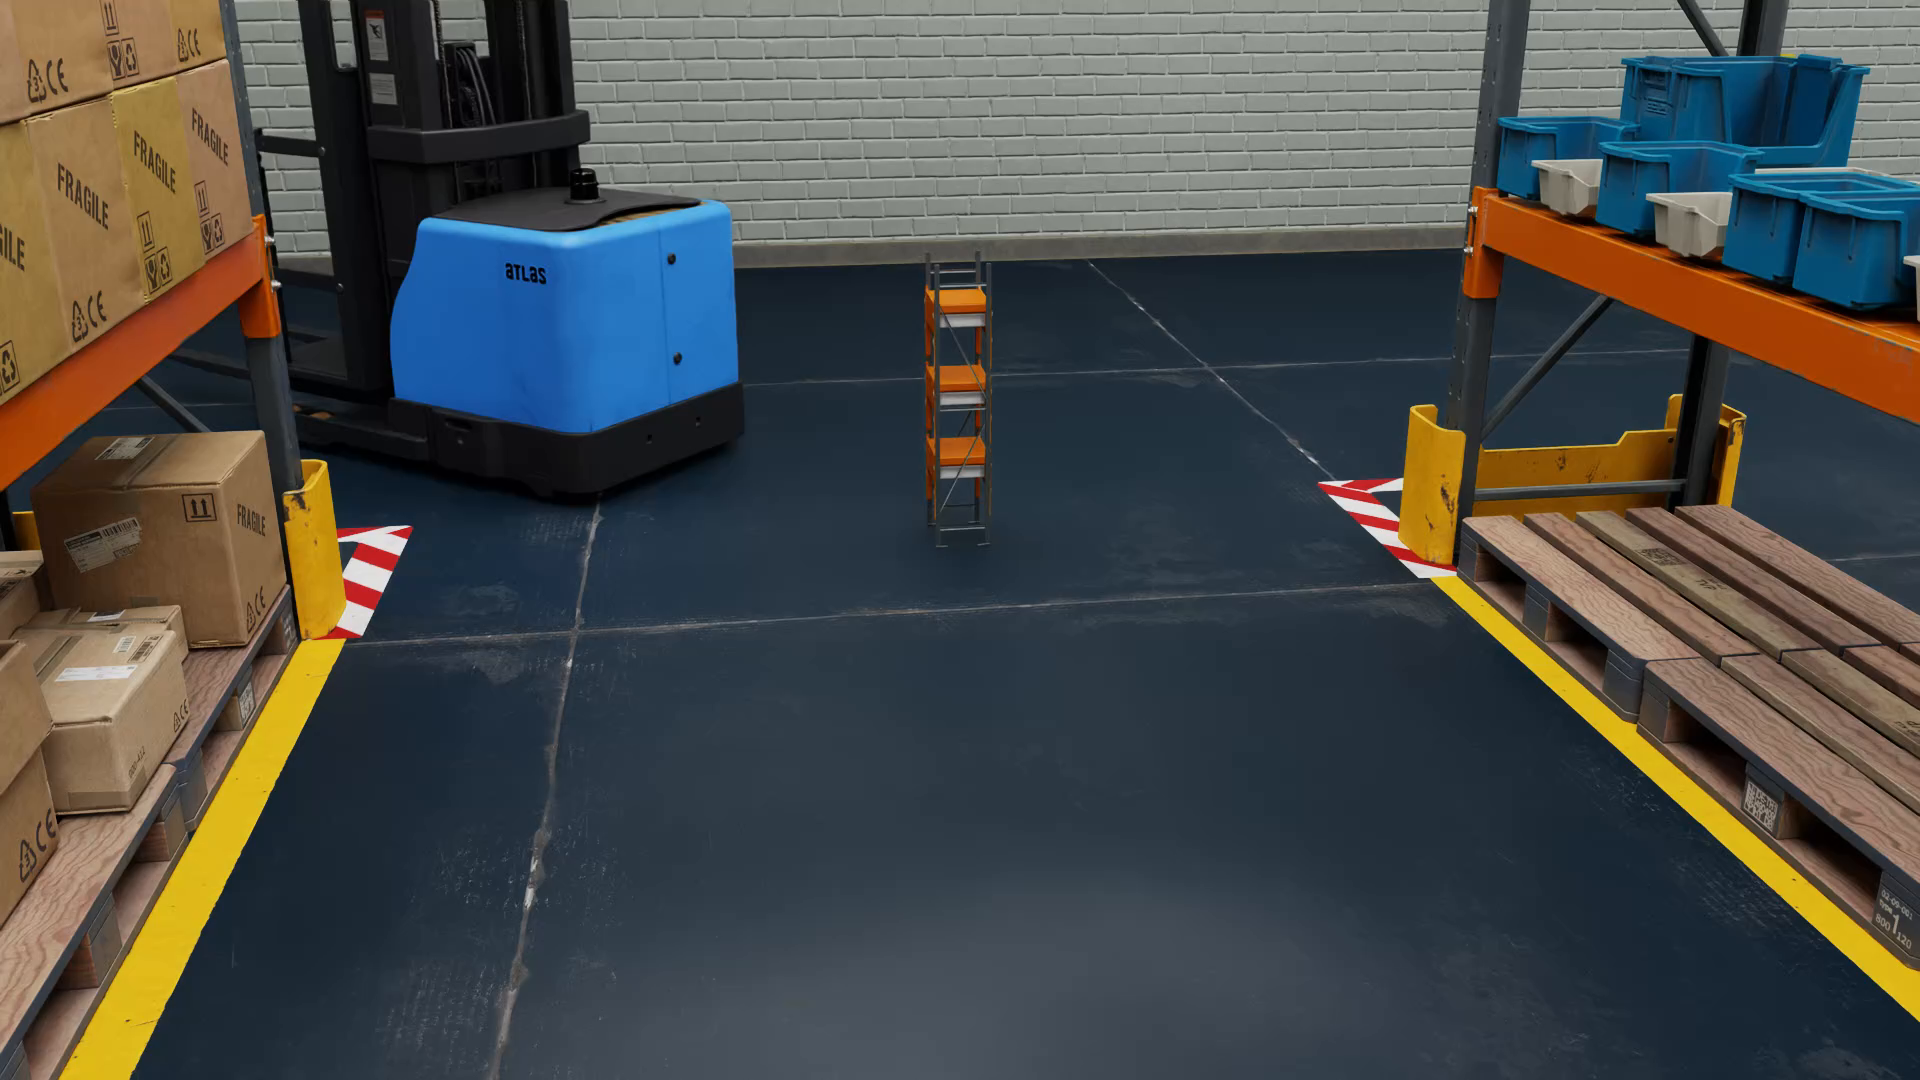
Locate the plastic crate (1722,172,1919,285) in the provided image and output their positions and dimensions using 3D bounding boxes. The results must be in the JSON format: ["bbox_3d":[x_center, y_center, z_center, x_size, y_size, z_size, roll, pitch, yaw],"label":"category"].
[{"bbox_3d":[2.152,-0.784,4.181,0.416,0.233,0.300,-3,21,-8],"label":"plastic crate"}]

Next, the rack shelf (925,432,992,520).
[{"bbox_3d":[-0.008,-0.240,6.183,0.215,0.259,0.240,-3,21,-8],"label":"rack shelf"}]

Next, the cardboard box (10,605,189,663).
[{"bbox_3d":[-2.358,0.298,4.551,0.380,0.166,0.250,-3,21,-8],"label":"cardboard box"}]

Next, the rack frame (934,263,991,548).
[{"bbox_3d":[0.010,-0.468,5.969,0.200,1.050,0.008,-3,21,-8],"label":"rack frame"}]

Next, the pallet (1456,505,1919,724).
[{"bbox_3d":[2.333,0.202,5.375,1.003,0.211,1.213,-3,21,-8],"label":"pallet"}]

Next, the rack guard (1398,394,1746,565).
[{"bbox_3d":[2.236,-0.229,6.114,1.175,0.500,0.348,-3,21,-8],"label":"rack guard"}]

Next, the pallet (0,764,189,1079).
[{"bbox_3d":[-2.350,0.887,3.541,1.003,0.211,1.213,-3,21,-8],"label":"pallet"}]

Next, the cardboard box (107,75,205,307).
[{"bbox_3d":[-2.237,-0.870,4.115,0.500,0.500,0.500,-3,21,-7],"label":"cardboard box"}]

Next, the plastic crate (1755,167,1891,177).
[{"bbox_3d":[2.549,-1.024,4.961,0.396,0.136,0.243,-3,21,-8],"label":"plastic crate"}]

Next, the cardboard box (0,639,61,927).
[{"bbox_3d":[-2.349,0.554,3.384,0.797,0.503,0.637,-3,21,-8],"label":"cardboard box"}]

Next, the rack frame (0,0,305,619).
[{"bbox_3d":[-2.649,-1.144,4.991,1.000,3.000,0.127,-3,21,-8],"label":"rack frame"}]

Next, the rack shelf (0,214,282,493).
[{"bbox_3d":[-2.361,-0.114,3.263,1.077,0.370,4.000,-3,21,-8],"label":"rack shelf"}]

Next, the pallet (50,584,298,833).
[{"bbox_3d":[-2.523,0.465,4.670,1.003,0.211,1.213,-3,21,-8],"label":"pallet"}]

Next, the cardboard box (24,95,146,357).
[{"bbox_3d":[-2.171,-0.697,3.651,0.500,0.500,0.500,-3,21,-7],"label":"cardboard box"}]

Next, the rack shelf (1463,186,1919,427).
[{"bbox_3d":[2.541,-0.363,3.928,1.077,0.370,4.000,-3,21,-8],"label":"rack shelf"}]

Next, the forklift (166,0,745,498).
[{"bbox_3d":[-2.461,-1.908,7.135,3.031,2.935,1.130,12,24,30],"label":"forklift"}]

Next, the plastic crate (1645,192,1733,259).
[{"bbox_3d":[2.025,-0.845,4.481,0.250,0.136,0.298,-3,21,-8],"label":"plastic crate"}]

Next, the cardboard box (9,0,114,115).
[{"bbox_3d":[-2.160,-1.165,3.475,0.500,0.500,0.500,-2,21,-6],"label":"cardboard box"}]

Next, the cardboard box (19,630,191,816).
[{"bbox_3d":[-2.220,0.445,4.040,0.500,0.250,0.500,-3,21,-8],"label":"cardboard box"}]

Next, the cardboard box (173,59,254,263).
[{"bbox_3d":[-2.315,-1.049,4.595,0.500,0.500,0.500,-2,21,-6],"label":"cardboard box"}]

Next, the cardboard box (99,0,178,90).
[{"bbox_3d":[-2.239,-1.344,3.955,0.500,0.500,0.500,-2,21,-6],"label":"cardboard box"}]

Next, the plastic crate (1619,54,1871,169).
[{"bbox_3d":[2.486,-1.330,5.355,0.616,0.435,0.499,-3,21,-8],"label":"plastic crate"}]

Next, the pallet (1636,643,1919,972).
[{"bbox_3d":[2.506,0.623,4.246,1.003,0.211,1.213,-3,21,-8],"label":"pallet"}]

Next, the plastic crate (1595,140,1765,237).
[{"bbox_3d":[2.057,-1.012,4.792,0.416,0.233,0.300,-3,21,-8],"label":"plastic crate"}]

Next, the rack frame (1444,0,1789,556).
[{"bbox_3d":[2.253,-1.392,5.656,1.000,3.000,0.127,-3,21,-8],"label":"rack frame"}]

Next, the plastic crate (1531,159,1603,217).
[{"bbox_3d":[1.927,-1.079,5.110,0.250,0.136,0.298,-3,21,-8],"label":"plastic crate"}]

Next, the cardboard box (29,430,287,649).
[{"bbox_3d":[-2.327,-0.003,4.881,0.500,0.500,0.500,-3,21,-8],"label":"cardboard box"}]

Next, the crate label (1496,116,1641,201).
[{"bbox_3d":[1.963,-1.240,5.402,0.416,0.233,0.303,-3,21,-8],"label":"crate label"}]

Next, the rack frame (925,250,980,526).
[{"bbox_3d":[-0.025,-0.553,6.195,0.200,1.050,0.008,-3,21,-8],"label":"rack frame"}]

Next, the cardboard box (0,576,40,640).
[{"bbox_3d":[-2.780,0.314,4.389,0.500,0.250,0.500,-3,21,-8],"label":"cardboard box"}]

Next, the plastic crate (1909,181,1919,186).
[{"bbox_3d":[2.577,-0.922,4.690,0.396,0.136,0.243,-3,21,-8],"label":"plastic crate"}]

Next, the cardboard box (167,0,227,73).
[{"bbox_3d":[-2.313,-1.519,4.423,0.500,0.500,0.500,-3,21,-8],"label":"cardboard box"}]

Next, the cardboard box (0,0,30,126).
[{"bbox_3d":[-2.086,-0.987,2.999,0.500,0.500,0.500,-2,21,-6],"label":"cardboard box"}]

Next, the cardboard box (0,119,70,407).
[{"bbox_3d":[-2.098,-0.522,3.184,0.500,0.500,0.500,-3,21,-9],"label":"cardboard box"}]

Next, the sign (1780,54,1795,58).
[{"bbox_3d":[2.795,-1.502,5.717,0.100,0.325,0.005,-3,21,-8],"label":"sign"}]

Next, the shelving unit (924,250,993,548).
[{"bbox_3d":[-0.008,-0.510,6.082,0.215,1.050,0.252,-3,21,-8],"label":"shelving unit"}]

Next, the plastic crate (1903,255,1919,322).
[{"bbox_3d":[2.281,-0.500,3.558,0.293,0.136,0.466,-3,21,-8],"label":"plastic crate"}]

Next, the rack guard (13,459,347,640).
[{"bbox_3d":[-2.638,0.054,5.358,1.175,0.500,0.348,-3,21,-8],"label":"rack guard"}]

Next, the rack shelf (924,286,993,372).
[{"bbox_3d":[-0.008,-0.766,5.986,0.215,0.259,0.240,-3,21,-8],"label":"rack shelf"}]

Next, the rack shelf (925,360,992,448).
[{"bbox_3d":[-0.008,-0.500,6.086,0.215,0.259,0.240,-3,21,-8],"label":"rack shelf"}]

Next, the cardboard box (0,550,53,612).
[{"bbox_3d":[-2.929,0.148,4.978,0.380,0.149,0.250,-3,21,-8],"label":"cardboard box"}]

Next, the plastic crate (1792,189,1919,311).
[{"bbox_3d":[2.196,-0.680,3.903,0.416,0.233,0.300,-3,21,-8],"label":"plastic crate"}]
